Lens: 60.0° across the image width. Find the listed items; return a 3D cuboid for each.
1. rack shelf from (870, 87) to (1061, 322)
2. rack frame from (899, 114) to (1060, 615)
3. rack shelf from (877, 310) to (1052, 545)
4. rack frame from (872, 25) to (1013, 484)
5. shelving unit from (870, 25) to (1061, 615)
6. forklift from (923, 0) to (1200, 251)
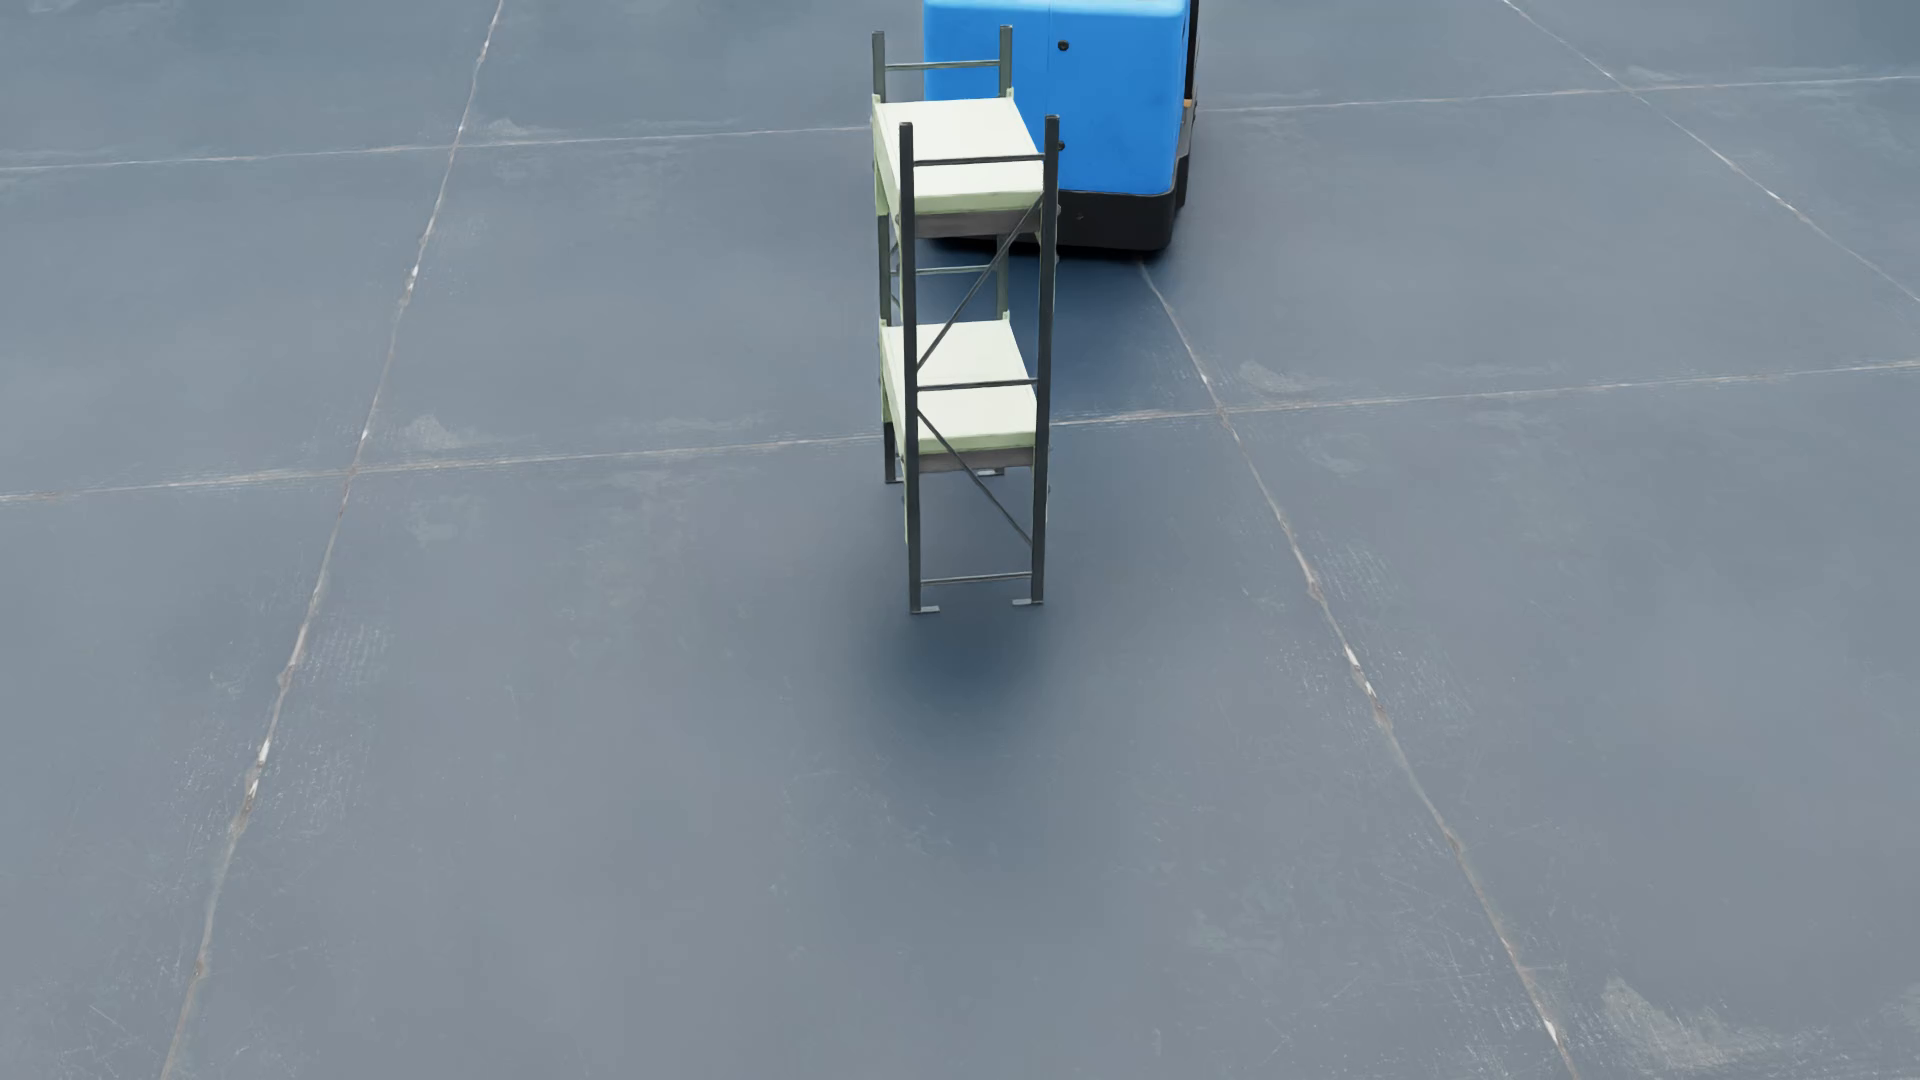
[{"bbox_3d":[-0.001,-0.946,4.613,0.431,0.370,0.720,-4,35,-6],"label":"rack shelf"},{"bbox_3d":[0.048,-0.419,4.533,0.400,1.500,0.023,-4,35,-6],"label":"rack frame"},{"bbox_3d":[-0.001,-0.354,5.017,0.431,0.370,0.720,-4,35,-6],"label":"rack shelf"},{"bbox_3d":[-0.050,-0.828,5.133,0.400,1.500,0.023,-4,35,-6],"label":"rack frame"},{"bbox_3d":[-0.001,-0.623,4.833,0.431,1.500,0.755,-4,35,-6],"label":"shelving unit"},{"bbox_3d":[0.588,-3.229,7.385,1.130,2.935,3.031,5,35,8],"label":"forklift"}]
